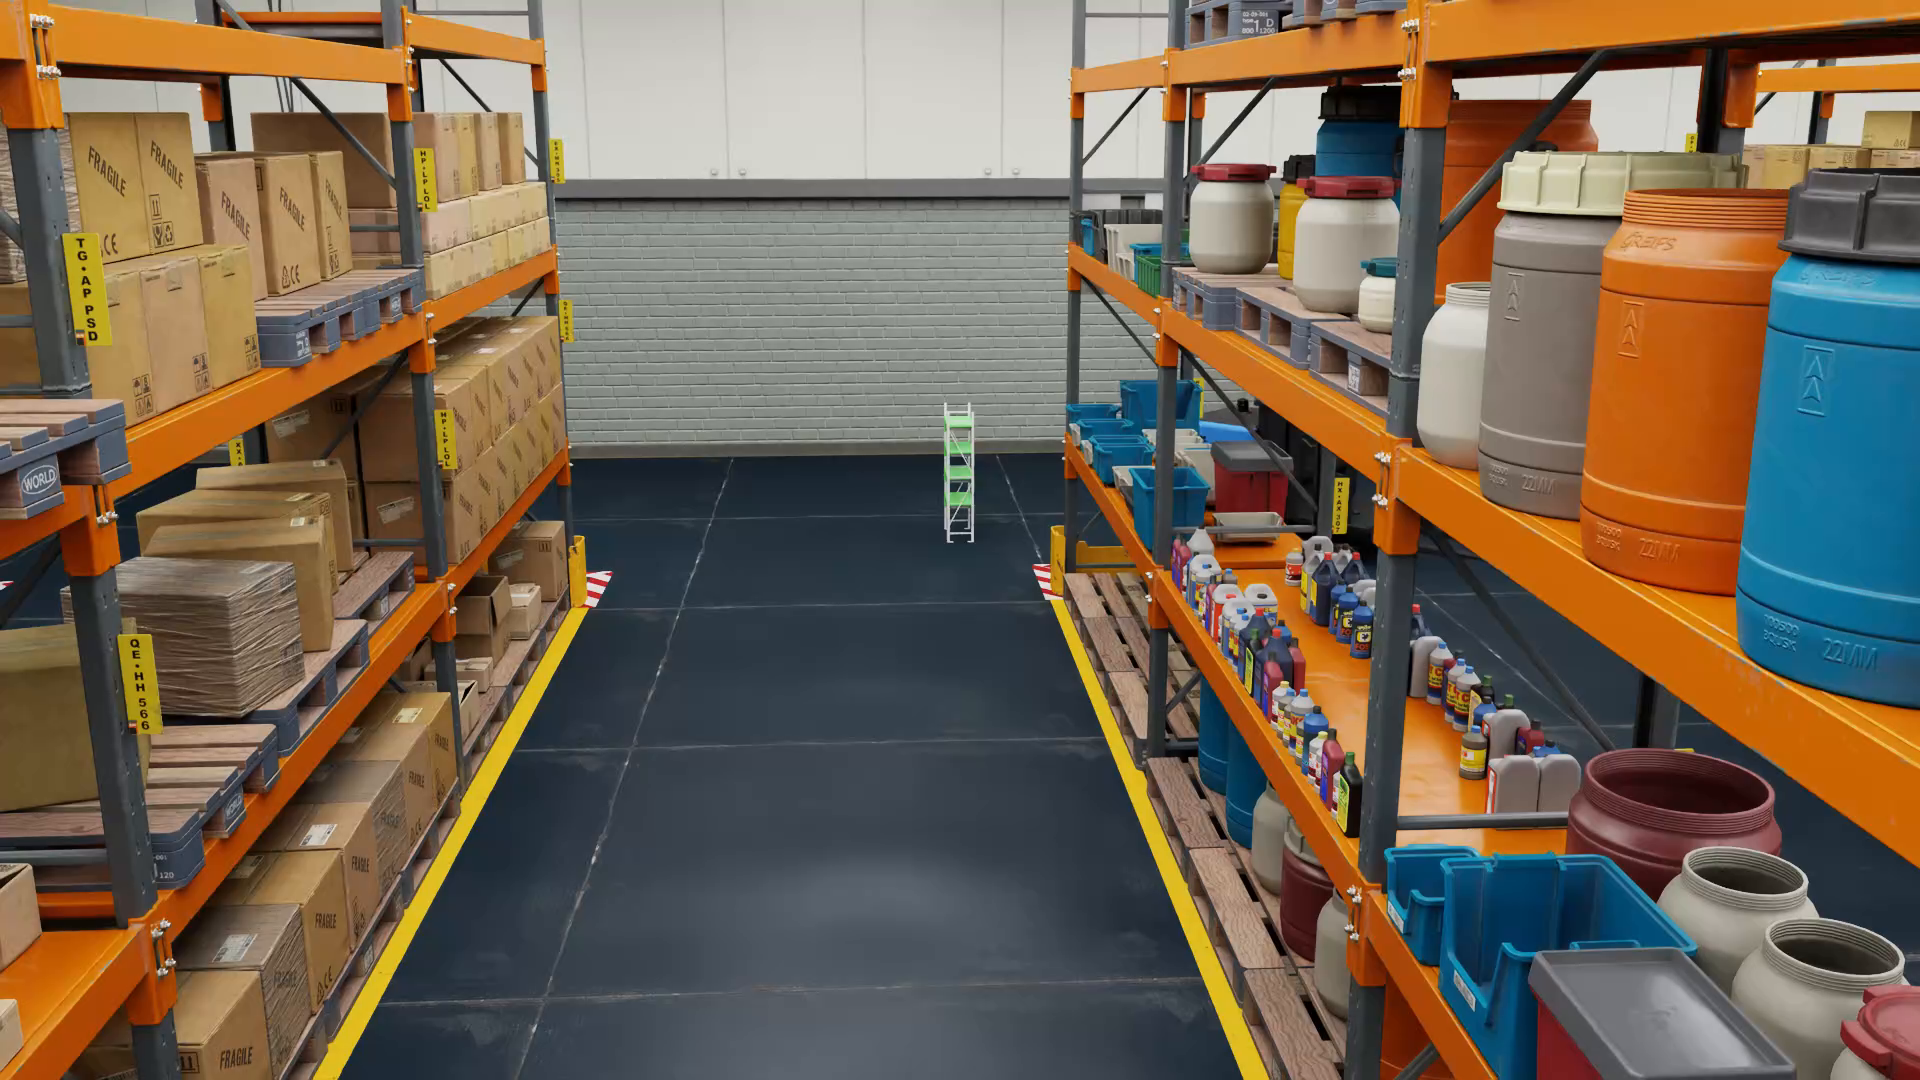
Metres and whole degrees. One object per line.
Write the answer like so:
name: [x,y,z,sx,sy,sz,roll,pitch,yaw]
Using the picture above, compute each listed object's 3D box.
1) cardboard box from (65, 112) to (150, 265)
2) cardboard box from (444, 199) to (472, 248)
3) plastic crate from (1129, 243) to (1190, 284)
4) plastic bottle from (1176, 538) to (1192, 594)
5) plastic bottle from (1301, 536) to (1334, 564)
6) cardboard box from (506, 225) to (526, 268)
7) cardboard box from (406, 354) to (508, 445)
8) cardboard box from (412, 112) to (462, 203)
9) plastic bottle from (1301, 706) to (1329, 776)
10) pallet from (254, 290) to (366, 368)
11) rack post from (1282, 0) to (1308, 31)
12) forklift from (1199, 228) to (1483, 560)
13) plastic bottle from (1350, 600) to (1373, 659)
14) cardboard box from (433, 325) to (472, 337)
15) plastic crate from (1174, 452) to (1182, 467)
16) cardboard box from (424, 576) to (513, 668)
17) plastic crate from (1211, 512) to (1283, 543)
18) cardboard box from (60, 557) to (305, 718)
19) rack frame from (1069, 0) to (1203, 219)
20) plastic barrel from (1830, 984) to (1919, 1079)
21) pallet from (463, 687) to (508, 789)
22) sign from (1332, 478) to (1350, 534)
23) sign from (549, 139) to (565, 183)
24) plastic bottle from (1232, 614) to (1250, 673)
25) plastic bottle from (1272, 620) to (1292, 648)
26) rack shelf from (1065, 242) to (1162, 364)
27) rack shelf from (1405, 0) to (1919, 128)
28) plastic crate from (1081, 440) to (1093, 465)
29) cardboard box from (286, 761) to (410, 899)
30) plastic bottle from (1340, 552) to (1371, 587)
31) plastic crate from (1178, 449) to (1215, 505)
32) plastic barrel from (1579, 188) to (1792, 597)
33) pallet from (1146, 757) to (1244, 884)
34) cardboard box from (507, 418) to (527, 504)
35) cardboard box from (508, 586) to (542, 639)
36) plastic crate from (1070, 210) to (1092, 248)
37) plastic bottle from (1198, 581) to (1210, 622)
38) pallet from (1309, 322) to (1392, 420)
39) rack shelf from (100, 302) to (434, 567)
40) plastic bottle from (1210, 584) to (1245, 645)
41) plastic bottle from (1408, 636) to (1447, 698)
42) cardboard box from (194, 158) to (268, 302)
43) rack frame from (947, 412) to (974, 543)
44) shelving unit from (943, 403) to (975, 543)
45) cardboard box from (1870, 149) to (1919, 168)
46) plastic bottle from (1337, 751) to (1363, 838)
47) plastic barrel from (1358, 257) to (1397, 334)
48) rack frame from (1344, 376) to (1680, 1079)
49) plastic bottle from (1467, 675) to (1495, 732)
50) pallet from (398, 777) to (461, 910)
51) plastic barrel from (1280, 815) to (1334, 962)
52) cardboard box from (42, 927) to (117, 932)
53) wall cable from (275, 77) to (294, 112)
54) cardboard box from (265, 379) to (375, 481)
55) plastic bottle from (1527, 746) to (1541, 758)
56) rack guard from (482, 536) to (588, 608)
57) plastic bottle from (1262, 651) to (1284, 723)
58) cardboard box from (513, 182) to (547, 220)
cardboard box: [-3.149,-1.201,5.671,0.500,0.500,0.500,-1,14,-3]
cardboard box: [-3.159,-1.846,9.684,0.500,0.250,0.500,-1,14,-3]
plastic crate: [1.225,-1.644,9.935,0.416,0.233,0.300,-1,14,-3]
plastic bottle: [1.205,0.137,8.933,0.061,0.283,0.133,-1,14,-3]
plastic bottle: [1.947,0.102,9.081,0.152,0.276,0.135,-1,14,-3]
cardboard box: [-3.233,-1.978,11.198,0.500,0.250,0.500,-1,14,-3]
cardboard box: [-3.156,-0.885,10.464,0.500,0.500,0.500,-1,14,-5]
cardboard box: [-3.302,-2.207,9.582,0.700,0.500,0.500,-1,14,-3]
plastic bottle: [1.382,0.778,6.466,0.097,0.271,0.097,0,14,0]
pallet: [-3.306,-0.916,7.146,1.213,0.211,1.003,-1,14,-3]
rack post: [1.852,-2.212,6.793,0.937,0.300,0.954,1,14,3]
forklift: [3.462,-1.348,14.608,3.031,2.935,1.130,12,19,39]
plastic bottle: [1.900,0.419,7.861,0.097,0.271,0.097,0,14,0]
cardboard box: [-3.788,-1.258,11.913,0.500,0.500,0.500,-1,14,-3]
plastic crate: [1.665,-0.532,11.708,0.298,0.136,0.250,-1,14,-3]
cardboard box: [-3.466,0.554,11.205,0.797,0.503,0.637,-1,14,-3]
plastic crate: [1.714,-0.070,9.911,0.396,0.136,0.243,-1,14,-3]
cardboard box: [-3.114,0.383,6.700,0.700,0.500,0.500,2,15,7]
rack frame: [1.352,-3.951,12.546,1.000,3.000,0.127,-1,14,-3]
plastic barrel: [2.183,1.342,3.743,0.433,0.535,0.433,0,14,0]
pallet: [-3.386,1.205,10.145,1.003,0.211,1.213,-1,14,-3]
sign: [2.149,-0.193,9.424,0.100,0.325,0.005,-1,14,-3]
sign: [-3.037,-2.855,12.530,0.100,0.325,0.005,-1,14,-3]
plastic bottle: [1.306,0.474,7.646,0.097,0.271,0.097,0,14,0]
plastic bottle: [1.456,0.496,7.560,0.097,0.271,0.097,0,14,0]
rack shelf: [1.476,-1.652,11.076,1.077,0.370,4.000,-1,14,-3]
rack shelf: [1.972,-0.922,3.019,1.077,0.370,4.000,-1,14,-3]
plastic crate: [1.018,-0.631,12.090,0.250,0.136,0.298,-1,14,-3]
cardboard box: [-2.975,1.388,7.967,0.500,0.500,0.500,-1,14,-3]
plastic bottle: [1.995,0.243,8.386,0.144,0.351,0.185,-1,14,-3]
plastic crate: [1.689,-0.405,10.921,0.437,0.282,0.530,-1,14,-3]
plastic barrel: [1.723,-0.346,3.694,0.600,0.830,0.708,-1,14,-3]
pallet: [1.606,1.492,9.026,1.003,0.211,1.213,-1,14,-3]
cardboard box: [-3.200,-0.533,11.100,0.500,0.500,0.500,-1,14,-4]
cardboard box: [-3.283,0.517,11.857,0.500,0.250,0.500,-1,14,-3]
plastic crate: [1.098,-2.335,12.547,0.497,0.269,0.590,-1,14,-3]
plastic bottle: [1.257,0.311,8.420,0.097,0.201,0.097,0,14,0]
pallet: [1.898,-0.609,5.956,1.003,0.211,1.213,-1,14,-3]
rack shelf: [-3.220,-0.582,6.916,1.077,0.370,4.000,-1,14,-3]
plastic bottle: [1.306,0.361,8.077,0.152,0.276,0.135,-1,14,-3]
plastic bottle: [2.058,0.547,7.354,0.152,0.276,0.135,-1,14,-3]
cardboard box: [-3.301,-1.270,6.902,0.600,0.600,0.600,-1,15,-6]
rack frame: [0.005,-0.562,15.025,0.240,1.200,0.015,-1,14,-3]
shelving unit: [-0.010,-0.622,15.260,0.258,1.200,0.503,-1,14,-3]
cardboard box: [6.515,-2.340,11.060,0.700,0.500,0.500,0,14,-1]
plastic bottle: [1.397,0.907,5.941,0.061,0.283,0.133,-1,14,-3]
plastic barrel: [1.635,-0.909,6.179,0.301,0.262,0.301,0,14,0]
rack frame: [1.848,0.944,5.561,1.000,3.000,0.127,-1,14,-3]
plastic bottle: [2.138,0.682,6.815,0.061,0.283,0.133,-1,14,-3]
pallet: [-3.256,1.577,8.697,1.003,0.211,1.213,-1,14,-3]
plastic barrel: [1.731,1.506,7.372,0.600,0.588,0.708,-1,14,-3]
cardboard box: [-3.396,1.411,6.374,0.500,0.250,0.500,0,14,-1]
wall cable: [-8.530,-3.706,17.827,3.097,2.526,0.112,-1,14,-3]
cardboard box: [-3.634,-0.630,9.470,0.500,0.500,0.500,-1,14,-3]
plastic bottle: [2.158,0.874,6.231,0.097,0.201,0.097,0,14,0]
rack guard: [-3.587,0.260,13.238,1.175,0.500,0.348,-1,14,-3]
plastic bottle: [1.326,0.622,7.045,0.061,0.283,0.133,-1,14,-3]
cardboard box: [-3.306,-2.468,12.101,0.500,0.250,0.500,-1,14,-3]
